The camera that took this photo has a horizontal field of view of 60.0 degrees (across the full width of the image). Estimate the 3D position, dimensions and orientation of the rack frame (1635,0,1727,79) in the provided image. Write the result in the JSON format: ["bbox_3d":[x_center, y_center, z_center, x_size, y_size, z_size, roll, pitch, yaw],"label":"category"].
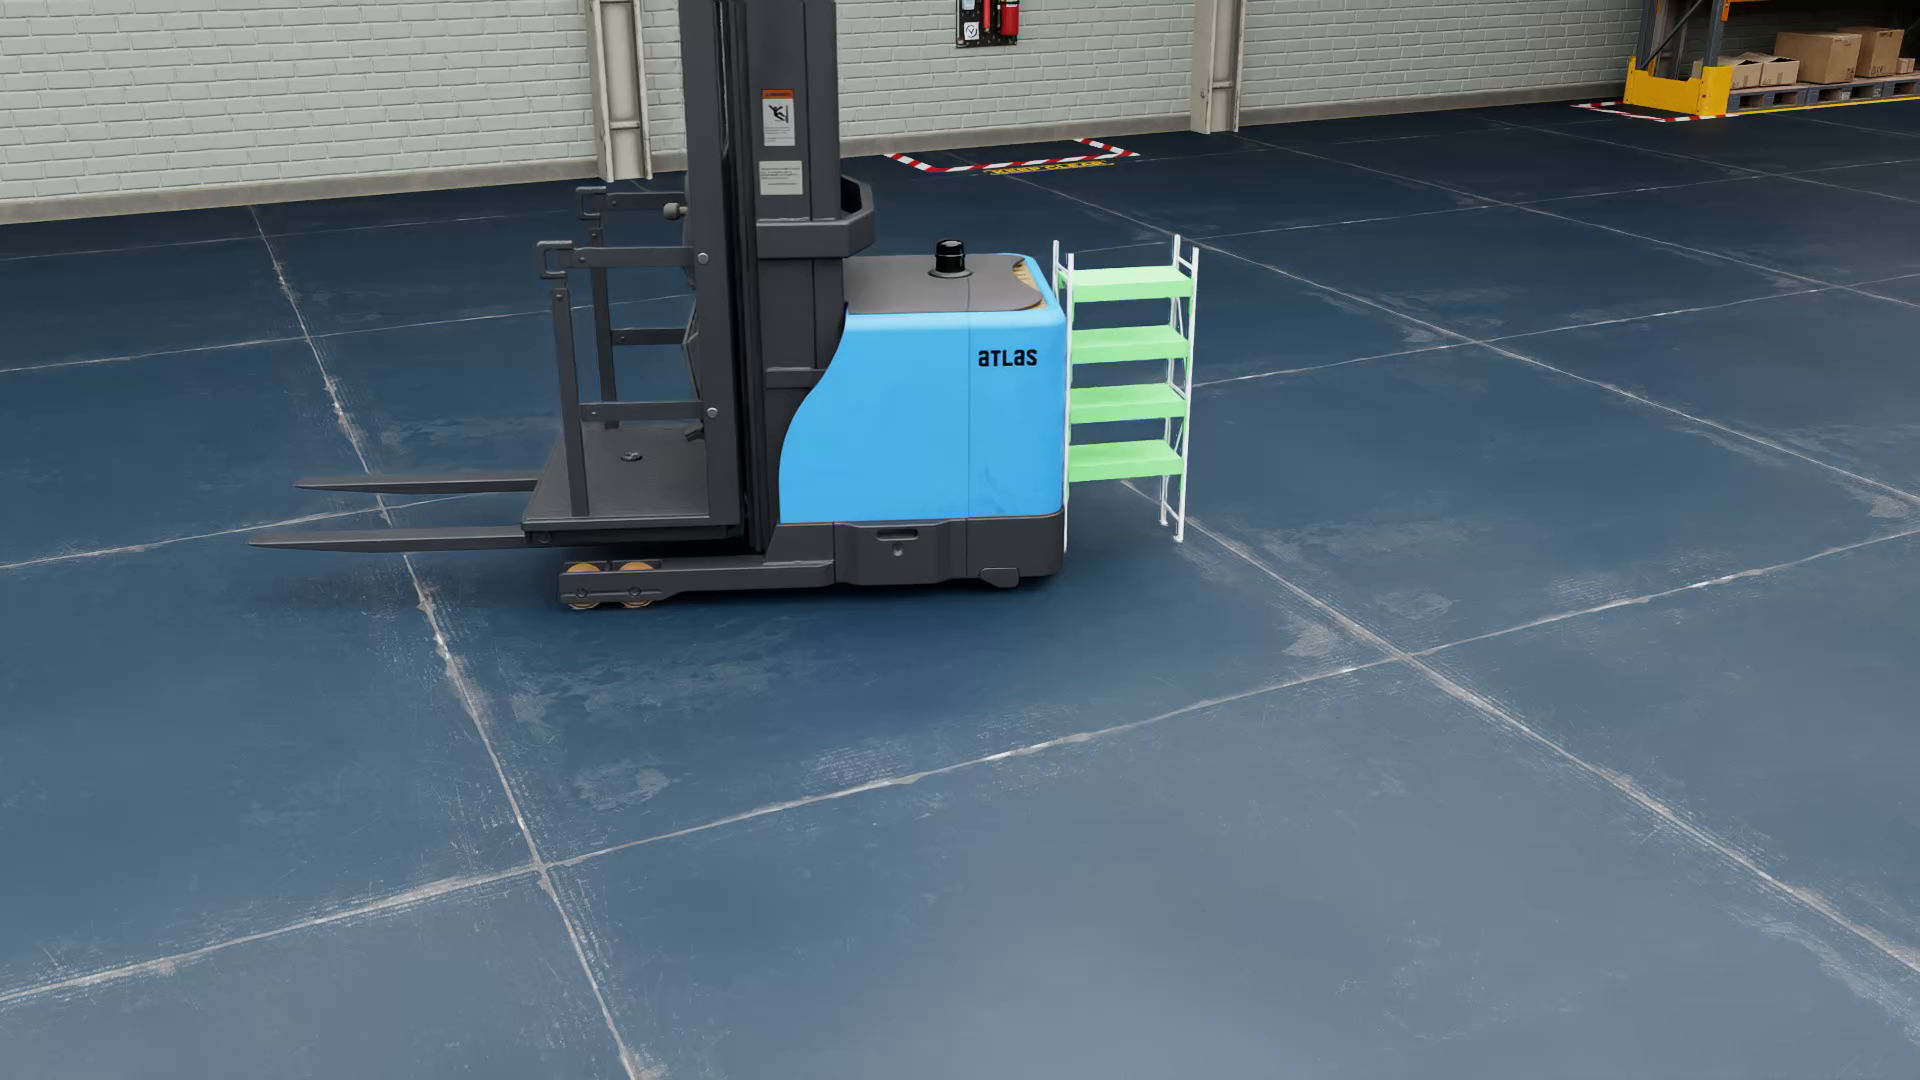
[{"bbox_3d":[7.691,-6.070,17.491,0.127,3.000,1.000,-10,25,-24],"label":"rack frame"}]

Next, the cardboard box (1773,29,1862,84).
[{"bbox_3d":[9.550,-5.401,18.568,0.500,0.500,0.700,-12,25,-27],"label":"cardboard box"}]

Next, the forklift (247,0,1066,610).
[{"bbox_3d":[-1.149,-1.308,6.078,3.031,2.935,1.130,-2,23,-4],"label":"forklift"}]

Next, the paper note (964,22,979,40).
[{"bbox_3d":[0.108,-4.679,15.284,0.142,0.148,0.016,-10,25,-24],"label":"paper note"}]

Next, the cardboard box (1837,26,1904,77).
[{"bbox_3d":[10.377,-5.595,19.039,0.500,0.500,0.500,-12,26,-28],"label":"cardboard box"}]

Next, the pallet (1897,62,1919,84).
[{"bbox_3d":[11.996,-5.574,19.941,1.213,0.211,1.003,-10,25,-24],"label":"pallet"}]

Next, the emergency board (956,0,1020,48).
[{"bbox_3d":[0.297,-5.092,15.129,0.643,1.169,0.194,-10,25,-24],"label":"emergency board"}]

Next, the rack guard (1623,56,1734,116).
[{"bbox_3d":[7.760,-4.927,18.000,0.348,0.500,1.175,-10,25,-24],"label":"rack guard"}]

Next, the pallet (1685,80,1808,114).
[{"bbox_3d":[8.507,-4.916,18.351,1.213,0.211,1.003,-10,25,-24],"label":"pallet"}]

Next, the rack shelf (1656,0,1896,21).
[{"bbox_3d":[9.493,-6.069,18.430,4.000,0.370,1.077,-10,25,-24],"label":"rack shelf"}]

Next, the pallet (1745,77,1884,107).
[{"bbox_3d":[9.605,-5.117,18.836,1.213,0.211,1.003,-10,25,-24],"label":"pallet"}]

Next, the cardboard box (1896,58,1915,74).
[{"bbox_3d":[10.826,-5.528,19.312,0.250,0.166,0.380,-14,26,-30],"label":"cardboard box"}]

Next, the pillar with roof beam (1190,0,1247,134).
[{"bbox_3d":[4.407,-6.777,11.356,0.400,9.000,9.100,-10,25,-24],"label":"pillar with roof beam"}]

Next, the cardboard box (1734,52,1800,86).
[{"bbox_3d":[8.867,-5.209,18.352,0.500,0.311,0.500,-8,24,-19],"label":"cardboard box"}]

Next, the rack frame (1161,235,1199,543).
[{"bbox_3d":[0.869,-0.589,6.605,0.015,1.200,0.240,-5,23,-11],"label":"rack frame"}]

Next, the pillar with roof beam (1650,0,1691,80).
[{"bbox_3d":[9.814,-7.772,13.760,0.400,9.000,9.100,-10,25,-24],"label":"pillar with roof beam"}]

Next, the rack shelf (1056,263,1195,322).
[{"bbox_3d":[0.630,-0.955,6.400,0.480,0.148,0.258,-5,23,-11],"label":"rack shelf"}]

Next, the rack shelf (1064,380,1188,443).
[{"bbox_3d":[0.630,-0.511,6.584,0.480,0.148,0.258,-5,23,-11],"label":"rack shelf"}]

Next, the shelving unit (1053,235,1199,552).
[{"bbox_3d":[0.630,-0.570,6.559,0.503,1.200,0.258,-5,23,-11],"label":"shelving unit"}]

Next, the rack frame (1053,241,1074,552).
[{"bbox_3d":[0.391,-0.552,6.514,0.015,1.200,0.240,-5,23,-11],"label":"rack frame"}]

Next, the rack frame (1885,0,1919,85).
[{"bbox_3d":[11.295,-6.733,19.094,0.127,3.000,1.000,-10,25,-24],"label":"rack frame"}]

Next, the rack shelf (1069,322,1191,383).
[{"bbox_3d":[0.630,-0.733,6.492,0.480,0.148,0.258,-5,23,-11],"label":"rack shelf"}]

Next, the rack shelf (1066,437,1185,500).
[{"bbox_3d":[0.630,-0.290,6.676,0.480,0.148,0.258,-5,23,-11],"label":"rack shelf"}]

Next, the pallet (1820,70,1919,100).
[{"bbox_3d":[10.705,-5.321,19.329,1.213,0.211,1.003,-10,25,-24],"label":"pallet"}]

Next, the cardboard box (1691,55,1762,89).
[{"bbox_3d":[8.354,-5.114,18.124,0.500,0.311,0.500,-14,26,-30],"label":"cardboard box"}]

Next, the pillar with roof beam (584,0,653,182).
[{"bbox_3d":[-0.999,-5.782,8.952,0.400,9.000,9.100,-10,25,-24],"label":"pillar with roof beam"}]
